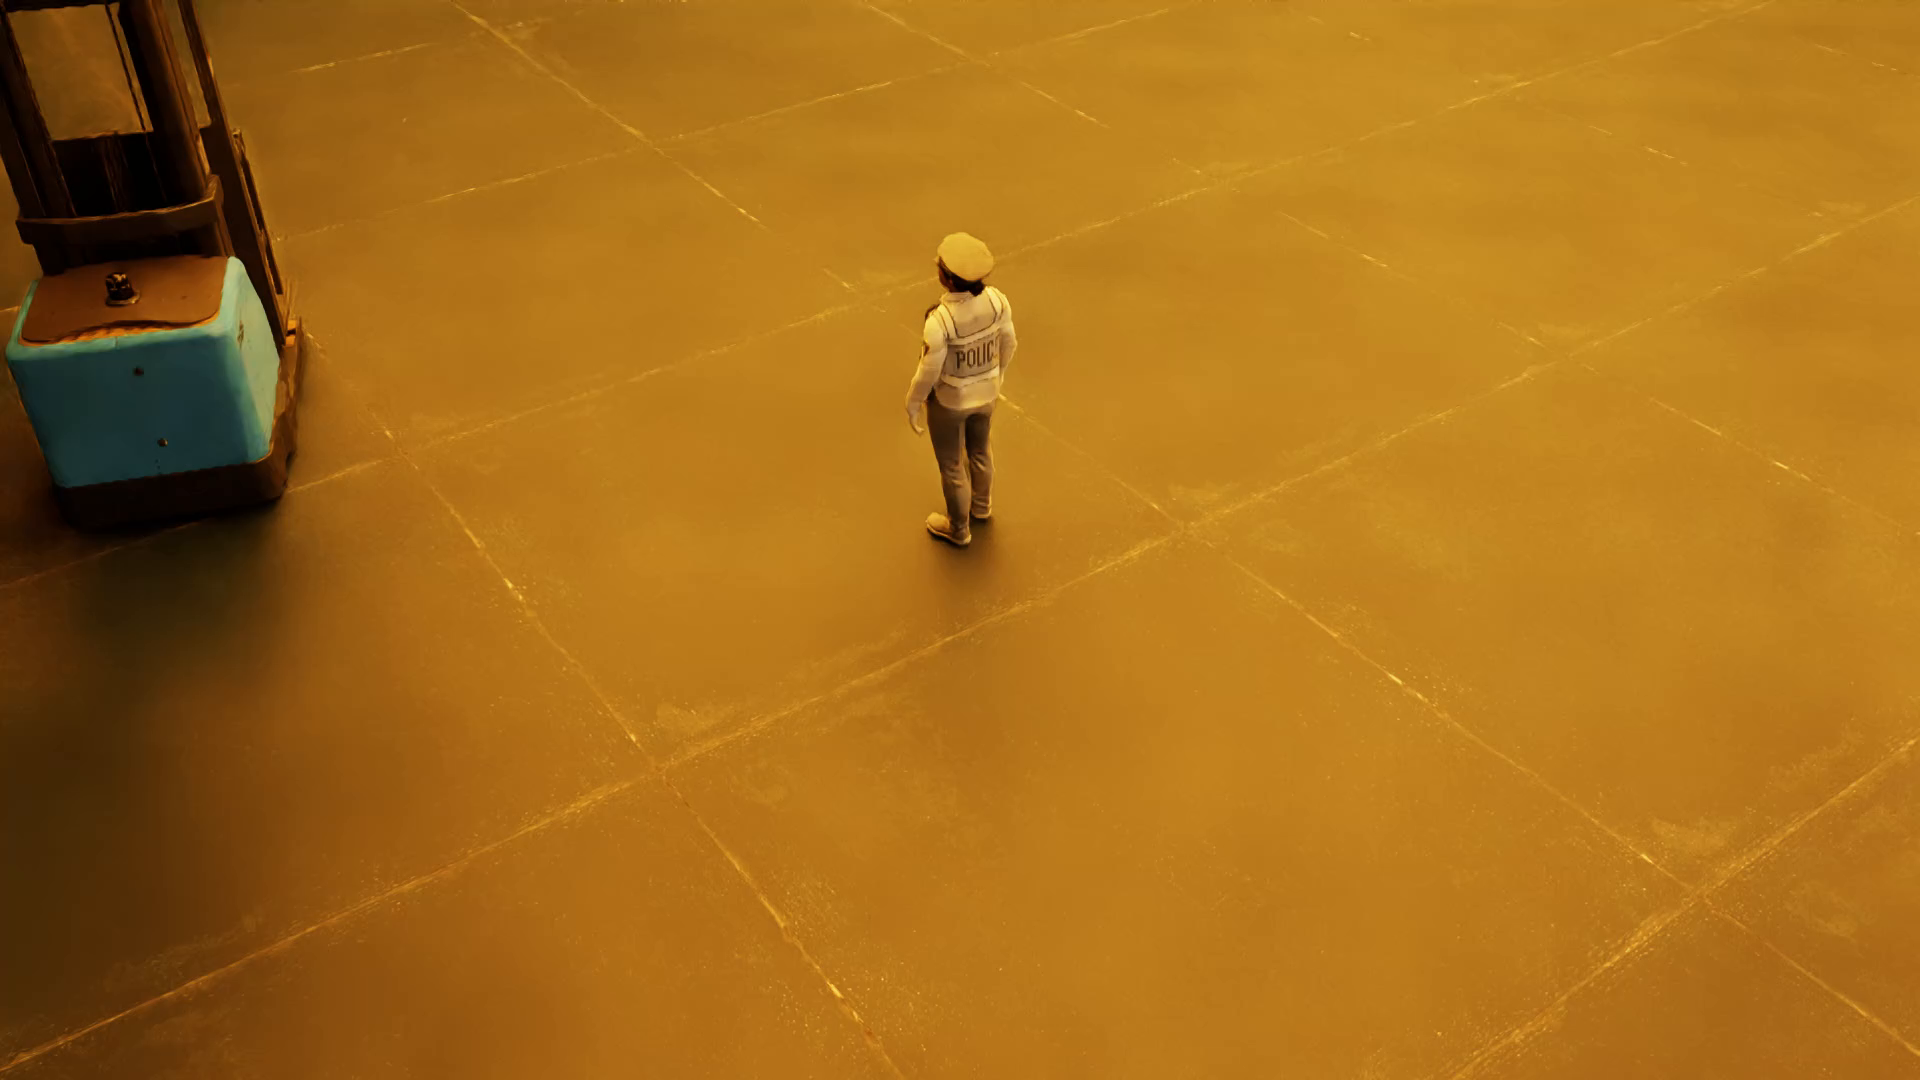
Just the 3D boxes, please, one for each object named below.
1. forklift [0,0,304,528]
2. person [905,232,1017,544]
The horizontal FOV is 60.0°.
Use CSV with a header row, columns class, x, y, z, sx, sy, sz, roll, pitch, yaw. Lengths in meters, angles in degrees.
class,x,y,z,sx,sy,sz,roll,pitch,yaw
forklift,-4.400,-2.114,8.804,1.130,2.935,3.031,-9,37,-12
person,-0.034,-0.723,7.949,0.586,1.695,0.533,-23,42,-28
